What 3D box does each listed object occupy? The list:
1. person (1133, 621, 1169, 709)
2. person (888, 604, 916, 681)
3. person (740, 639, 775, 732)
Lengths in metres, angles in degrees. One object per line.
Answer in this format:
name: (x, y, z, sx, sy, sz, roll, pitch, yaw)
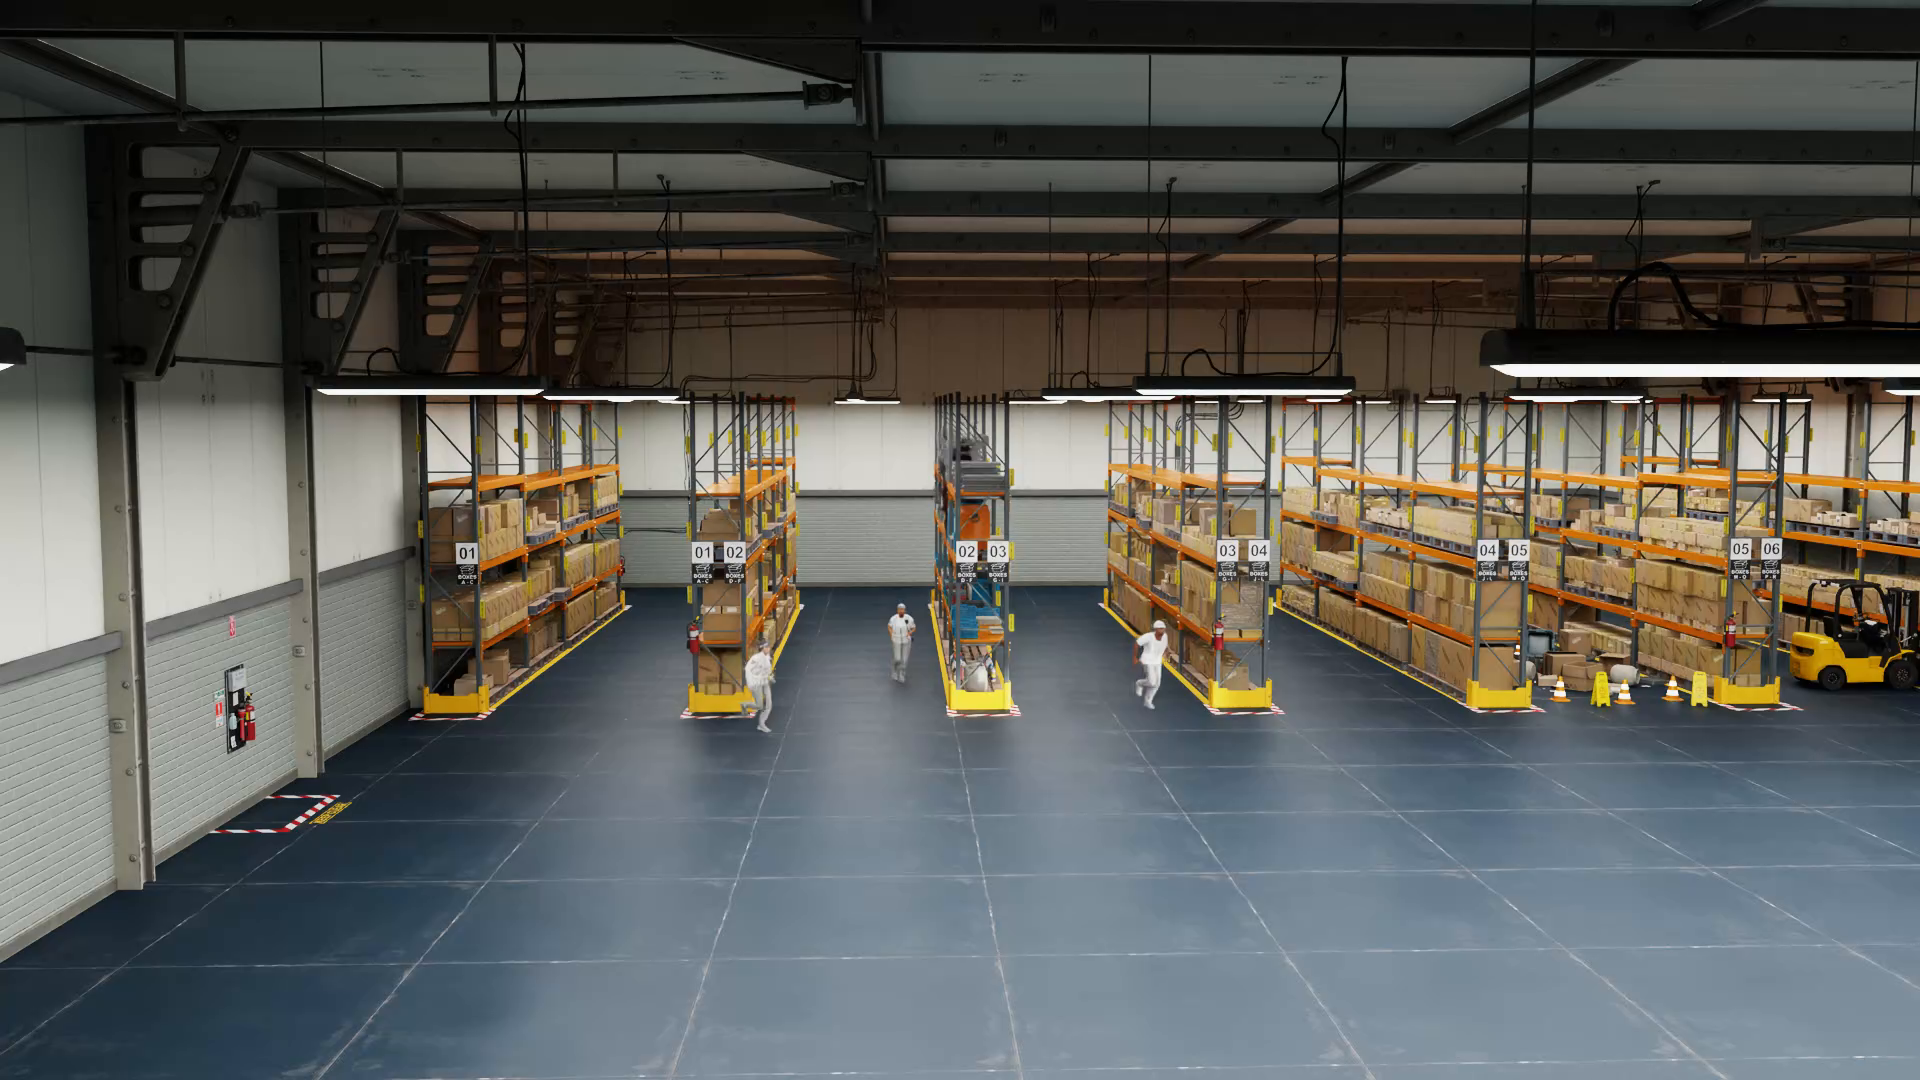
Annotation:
person: (3.666, 2.362, 31.672, 0.692, 1.687, 0.702, -3, 6, -37)
person: (-1.203, 2.137, 34.549, 0.587, 1.634, 0.575, 0, 5, -2)
person: (-3.604, 2.570, 29.480, 0.678, 1.653, 0.643, 3, 5, 32)
